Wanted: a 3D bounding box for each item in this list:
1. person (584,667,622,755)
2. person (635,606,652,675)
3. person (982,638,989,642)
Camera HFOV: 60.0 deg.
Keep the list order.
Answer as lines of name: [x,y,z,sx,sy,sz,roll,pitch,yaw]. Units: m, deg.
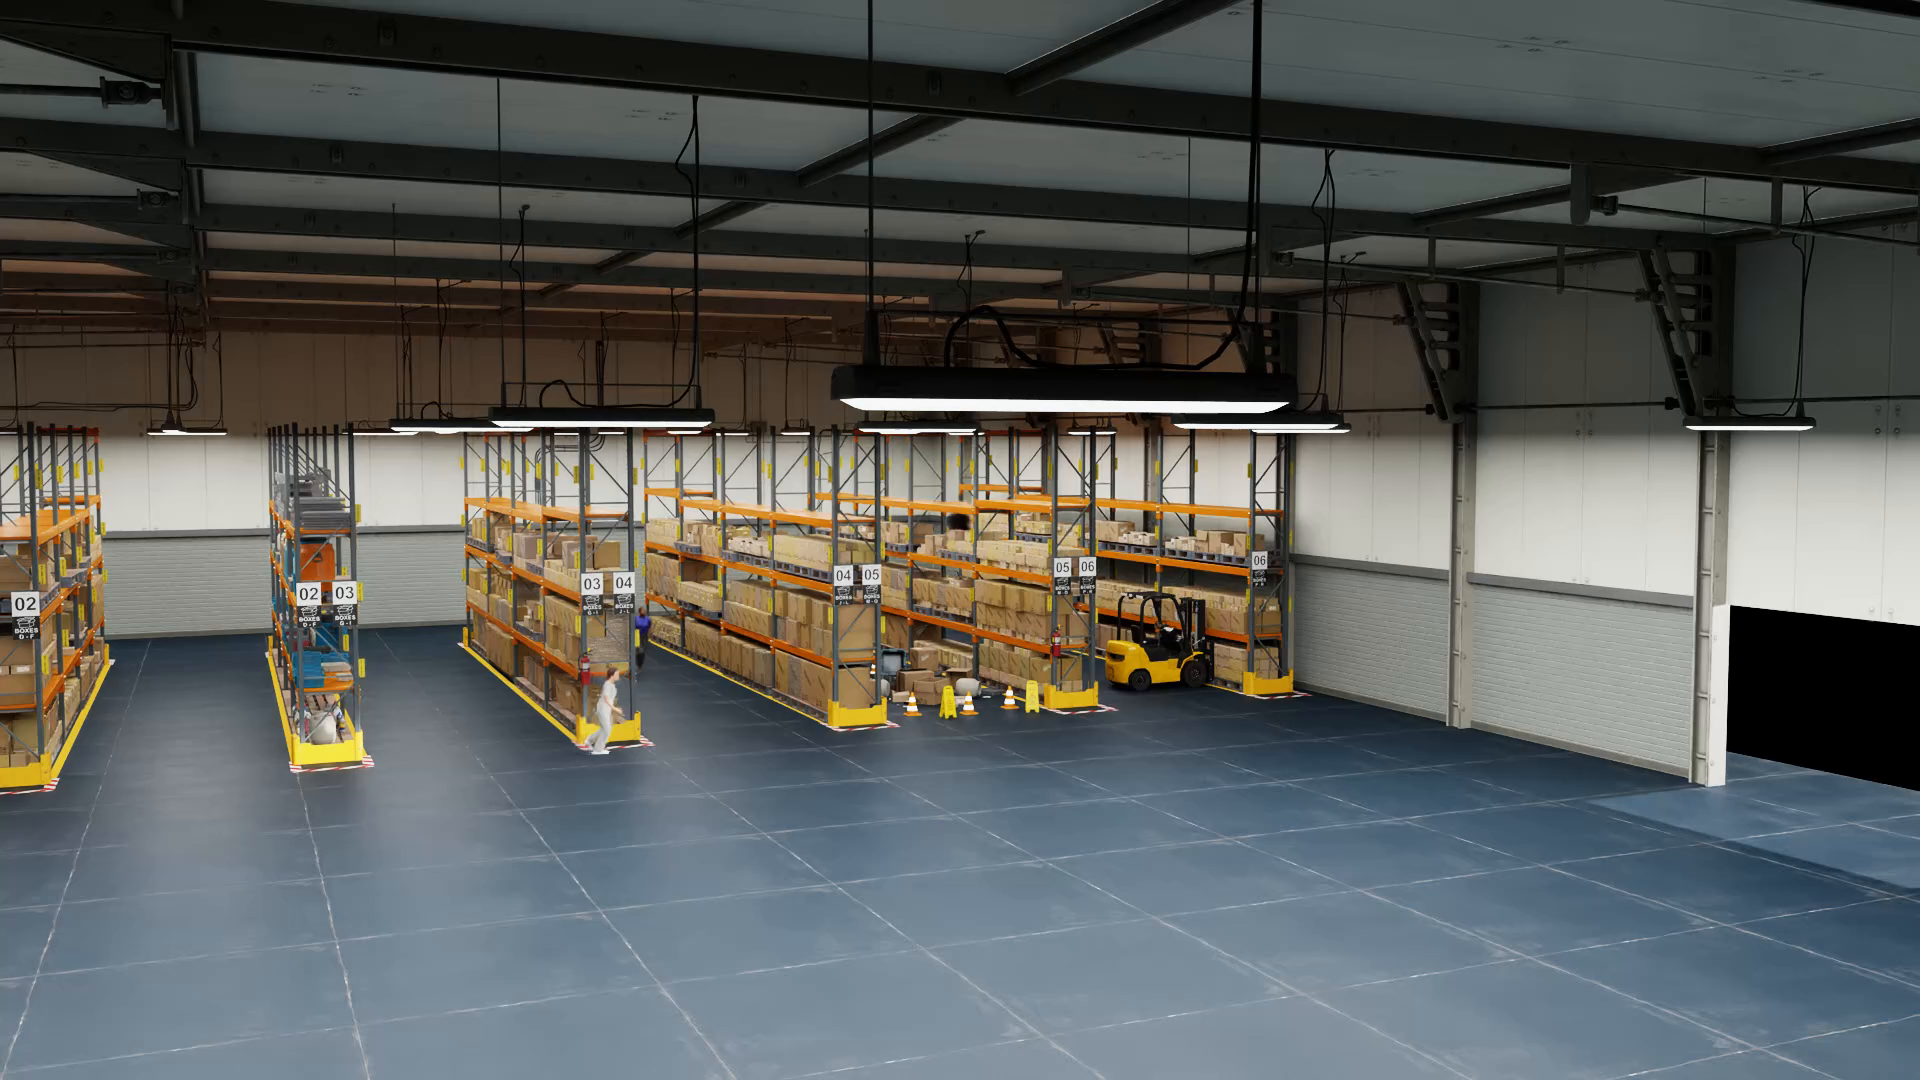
person: [-6.455,3.090,30.056,0.722,1.588,0.544,0,3,-3]
person: [-7.759,2.444,40.510,0.492,1.670,0.787,-2,4,-31]
person: [0.930,2.055,46.603,0.551,1.654,0.790,-3,5,-44]
